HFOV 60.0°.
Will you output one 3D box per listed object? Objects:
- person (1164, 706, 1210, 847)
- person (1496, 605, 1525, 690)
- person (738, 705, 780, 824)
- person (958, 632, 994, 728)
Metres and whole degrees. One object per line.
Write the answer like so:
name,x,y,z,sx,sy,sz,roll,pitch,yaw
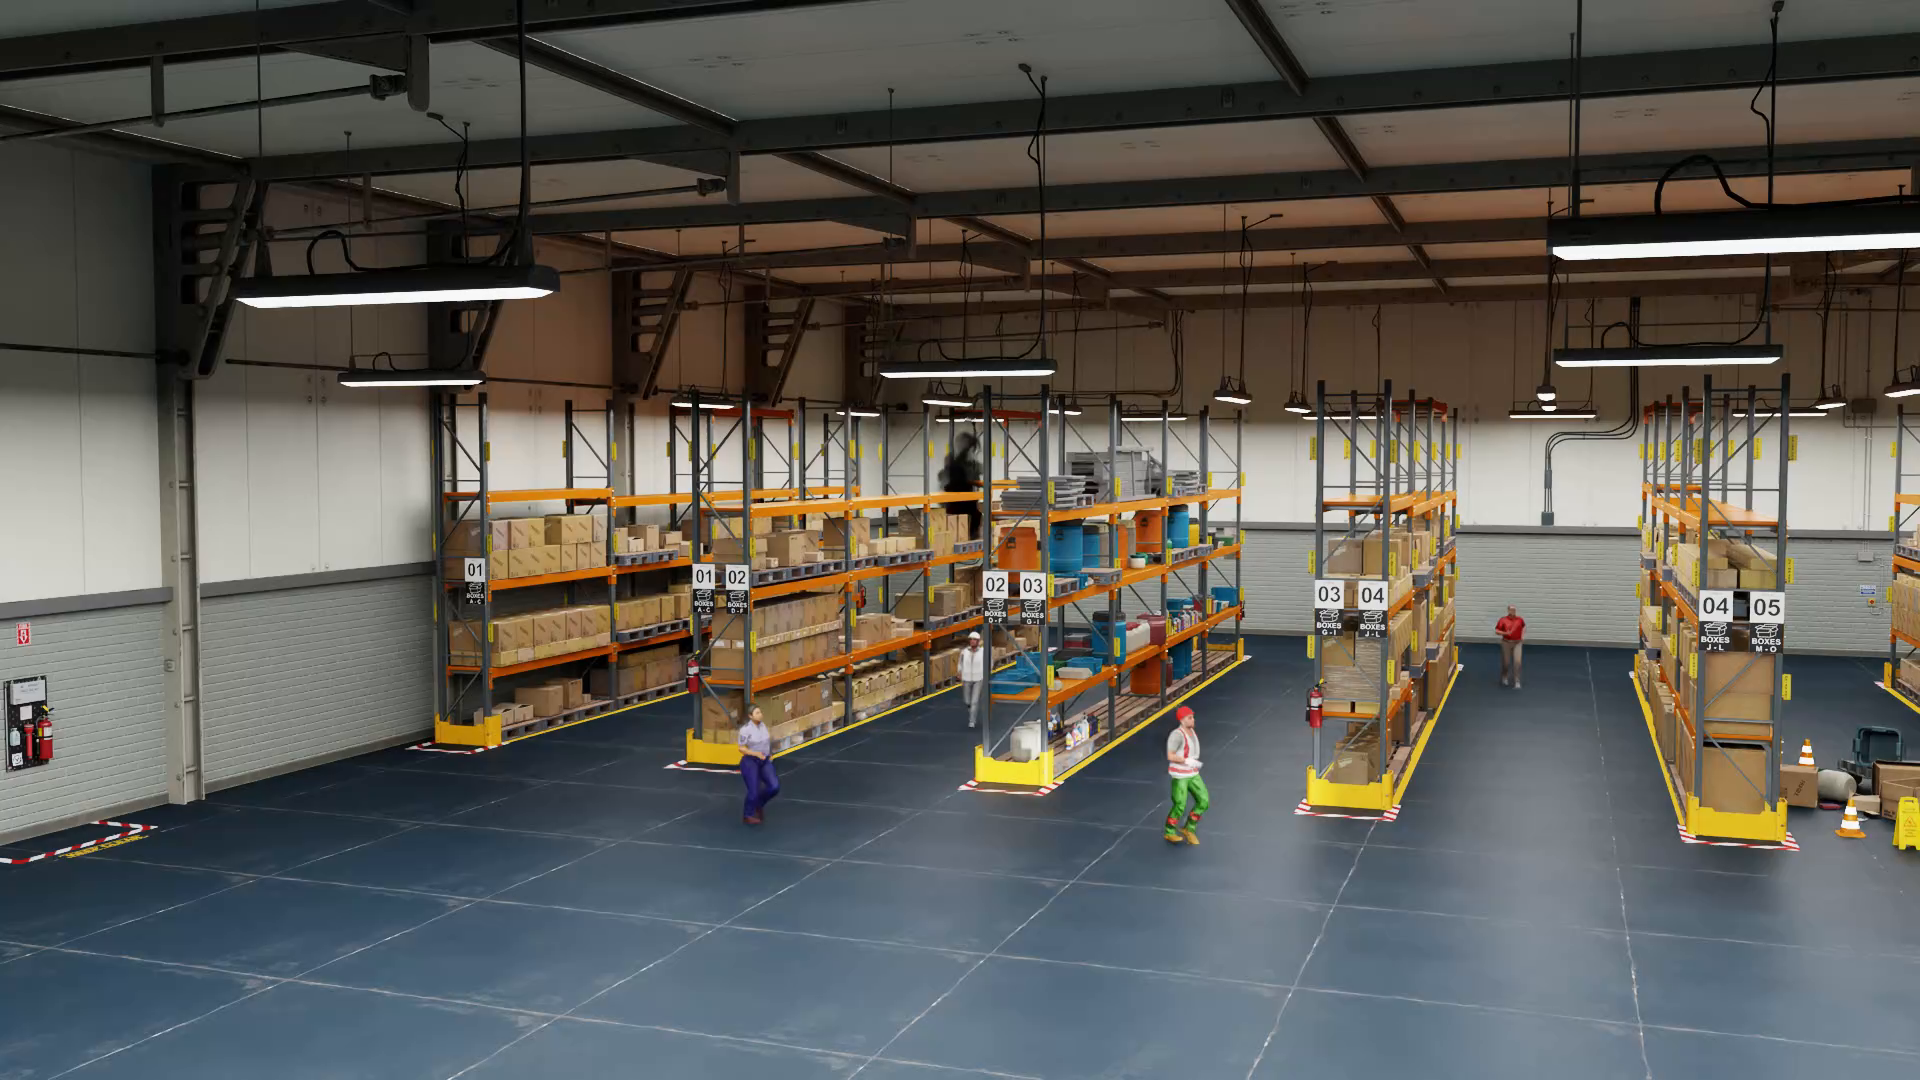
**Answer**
person,2.864,3.001,21.022,0.648,1.796,0.699,-3,4,-42
person,11.655,2.240,35.142,0.661,1.727,0.917,0,3,6
person,-2.689,3.006,22.232,0.575,1.604,0.579,3,4,41
person,0.267,2.542,30.256,0.675,1.732,0.717,1,3,12
